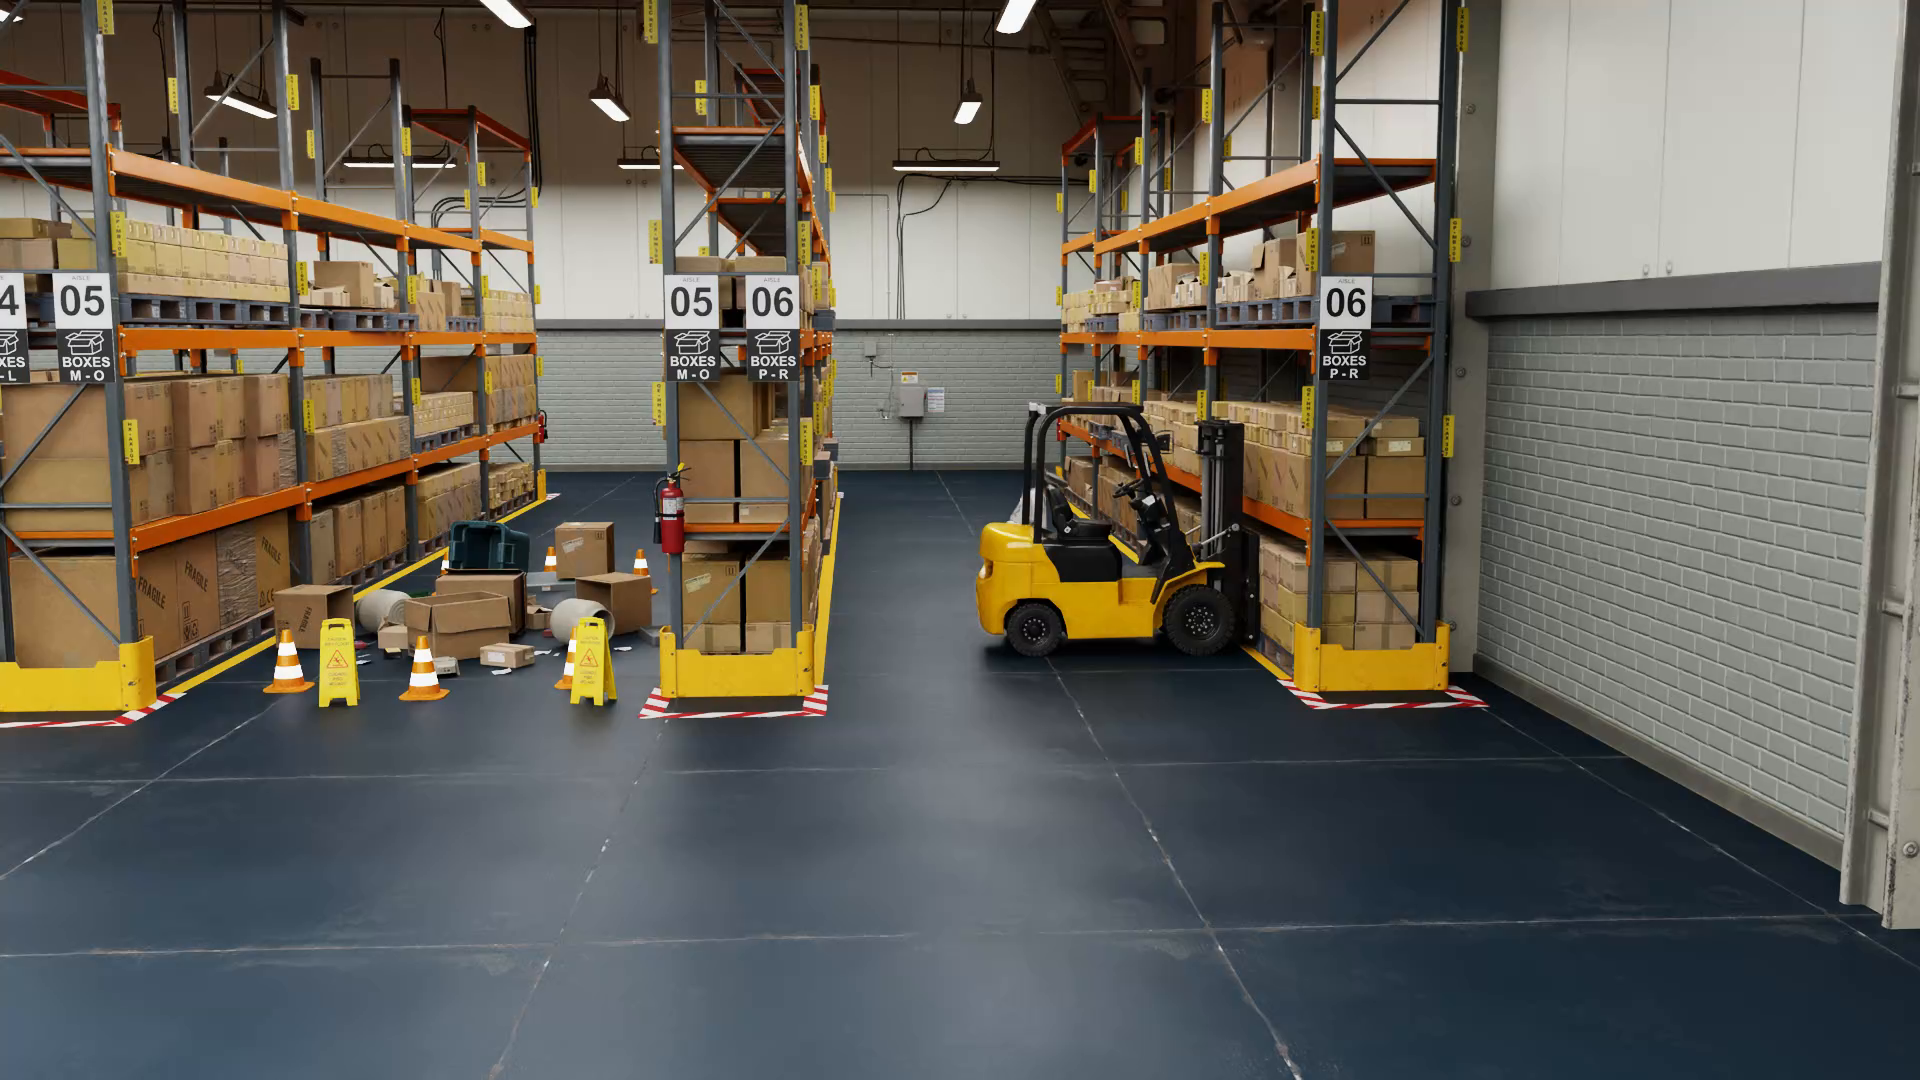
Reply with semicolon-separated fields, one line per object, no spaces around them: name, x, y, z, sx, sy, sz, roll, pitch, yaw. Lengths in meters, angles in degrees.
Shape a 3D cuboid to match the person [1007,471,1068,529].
person;0.727;0.039;16.440;0.673;1.430;0.534;0;7;-3
